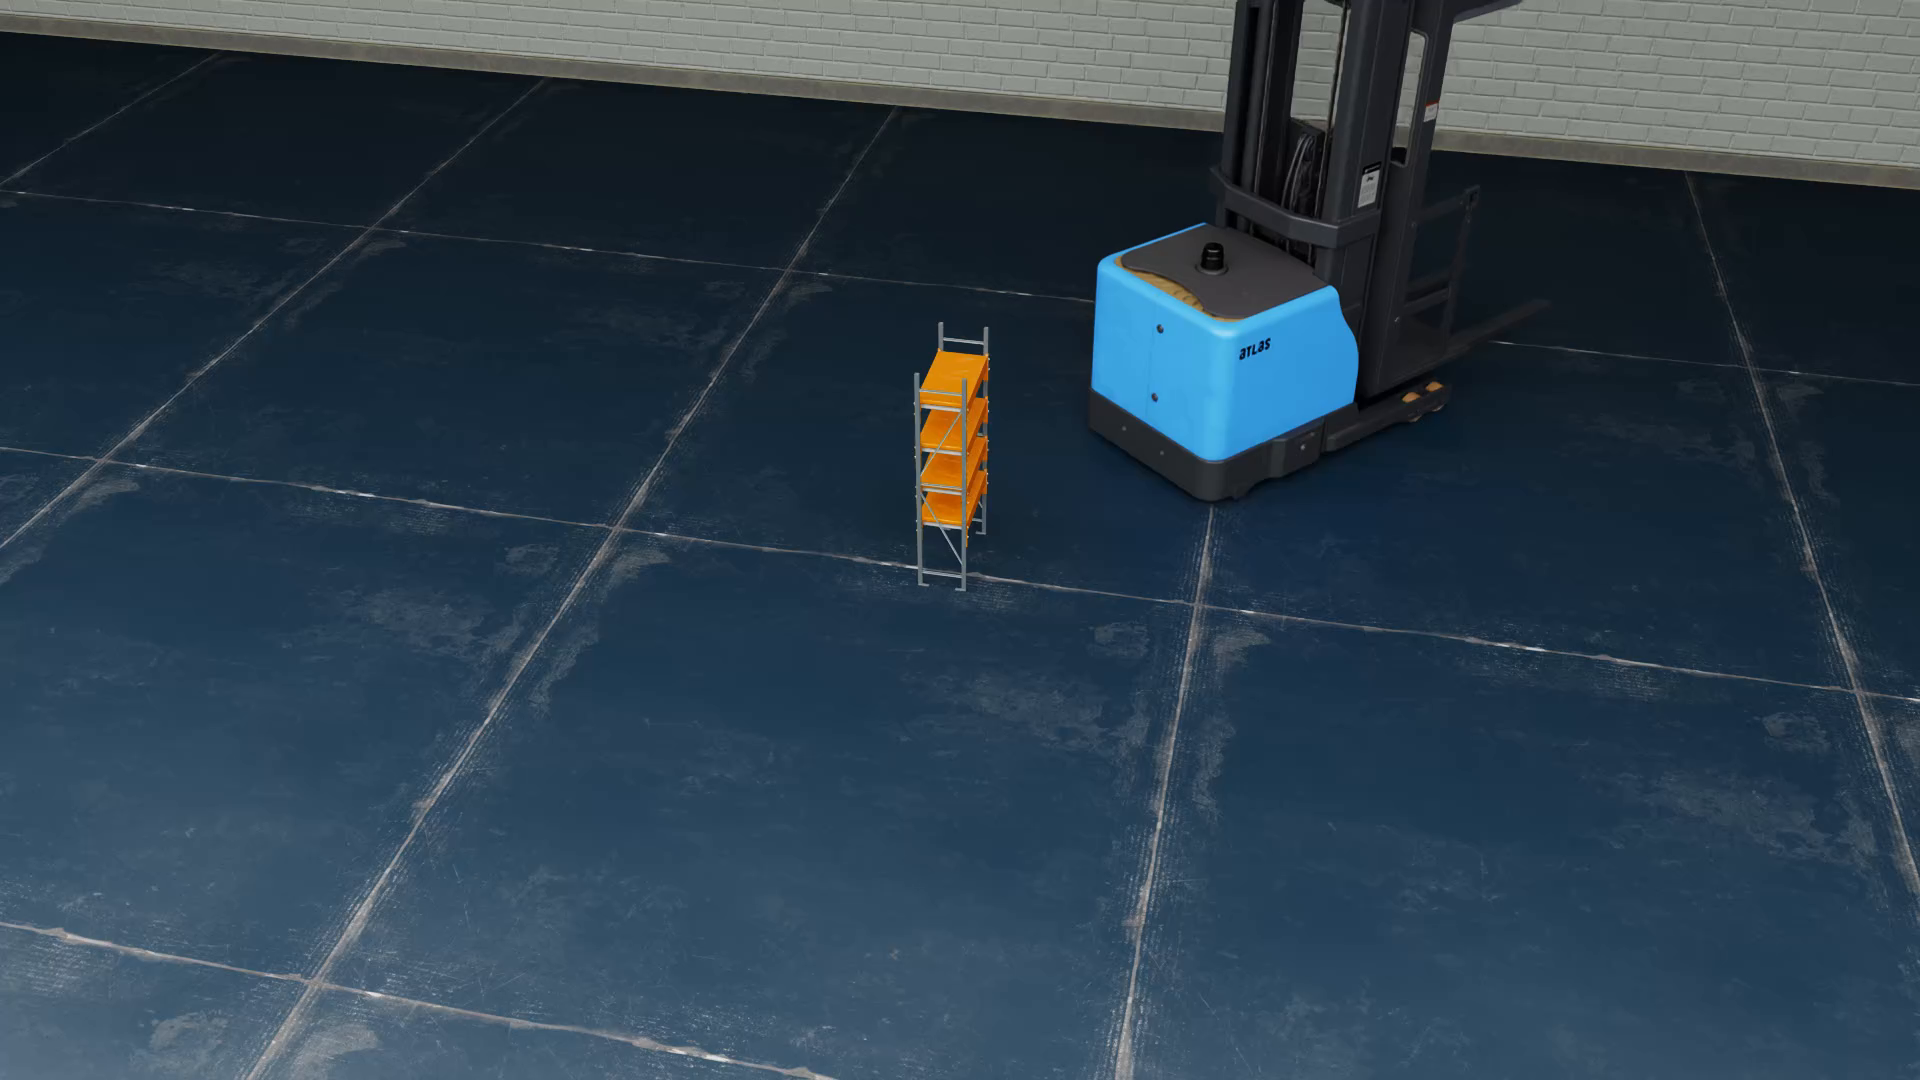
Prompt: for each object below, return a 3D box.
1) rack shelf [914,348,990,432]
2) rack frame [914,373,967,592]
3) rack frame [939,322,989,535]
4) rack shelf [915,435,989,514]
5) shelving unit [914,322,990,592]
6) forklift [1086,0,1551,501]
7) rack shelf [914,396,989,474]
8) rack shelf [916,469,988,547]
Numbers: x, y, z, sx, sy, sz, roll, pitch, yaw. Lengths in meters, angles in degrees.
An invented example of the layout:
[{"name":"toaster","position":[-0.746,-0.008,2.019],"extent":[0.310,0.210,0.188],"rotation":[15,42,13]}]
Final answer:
[{"name":"rack shelf","position":[-0.035,-0.709,7.806],"extent":[0.258,0.148,0.480],"rotation":[7,37,10]},{"name":"rack frame","position":[-0.087,-0.251,7.844],"extent":[0.240,1.200,0.015],"rotation":[7,37,10]},{"name":"rack frame","position":[0.017,-0.531,8.230],"extent":[0.240,1.200,0.015],"rotation":[7,37,10]},{"name":"rack shelf","position":[-0.035,-0.336,8.077],"extent":[0.258,0.148,0.480],"rotation":[7,37,10]},{"name":"shelving unit","position":[-0.035,-0.391,8.037],"extent":[0.258,1.200,0.503],"rotation":[7,37,10]},{"name":"forklift","position":[2.193,-2.083,8.896],"extent":[3.031,2.935,1.130],"rotation":[-24,42,-29]},{"name":"rack shelf","position":[-0.035,-0.518,7.945],"extent":[0.258,0.148,0.480],"rotation":[7,37,10]},{"name":"rack shelf","position":[-0.035,-0.176,8.193],"extent":[0.258,0.148,0.480],"rotation":[7,37,10]}]
